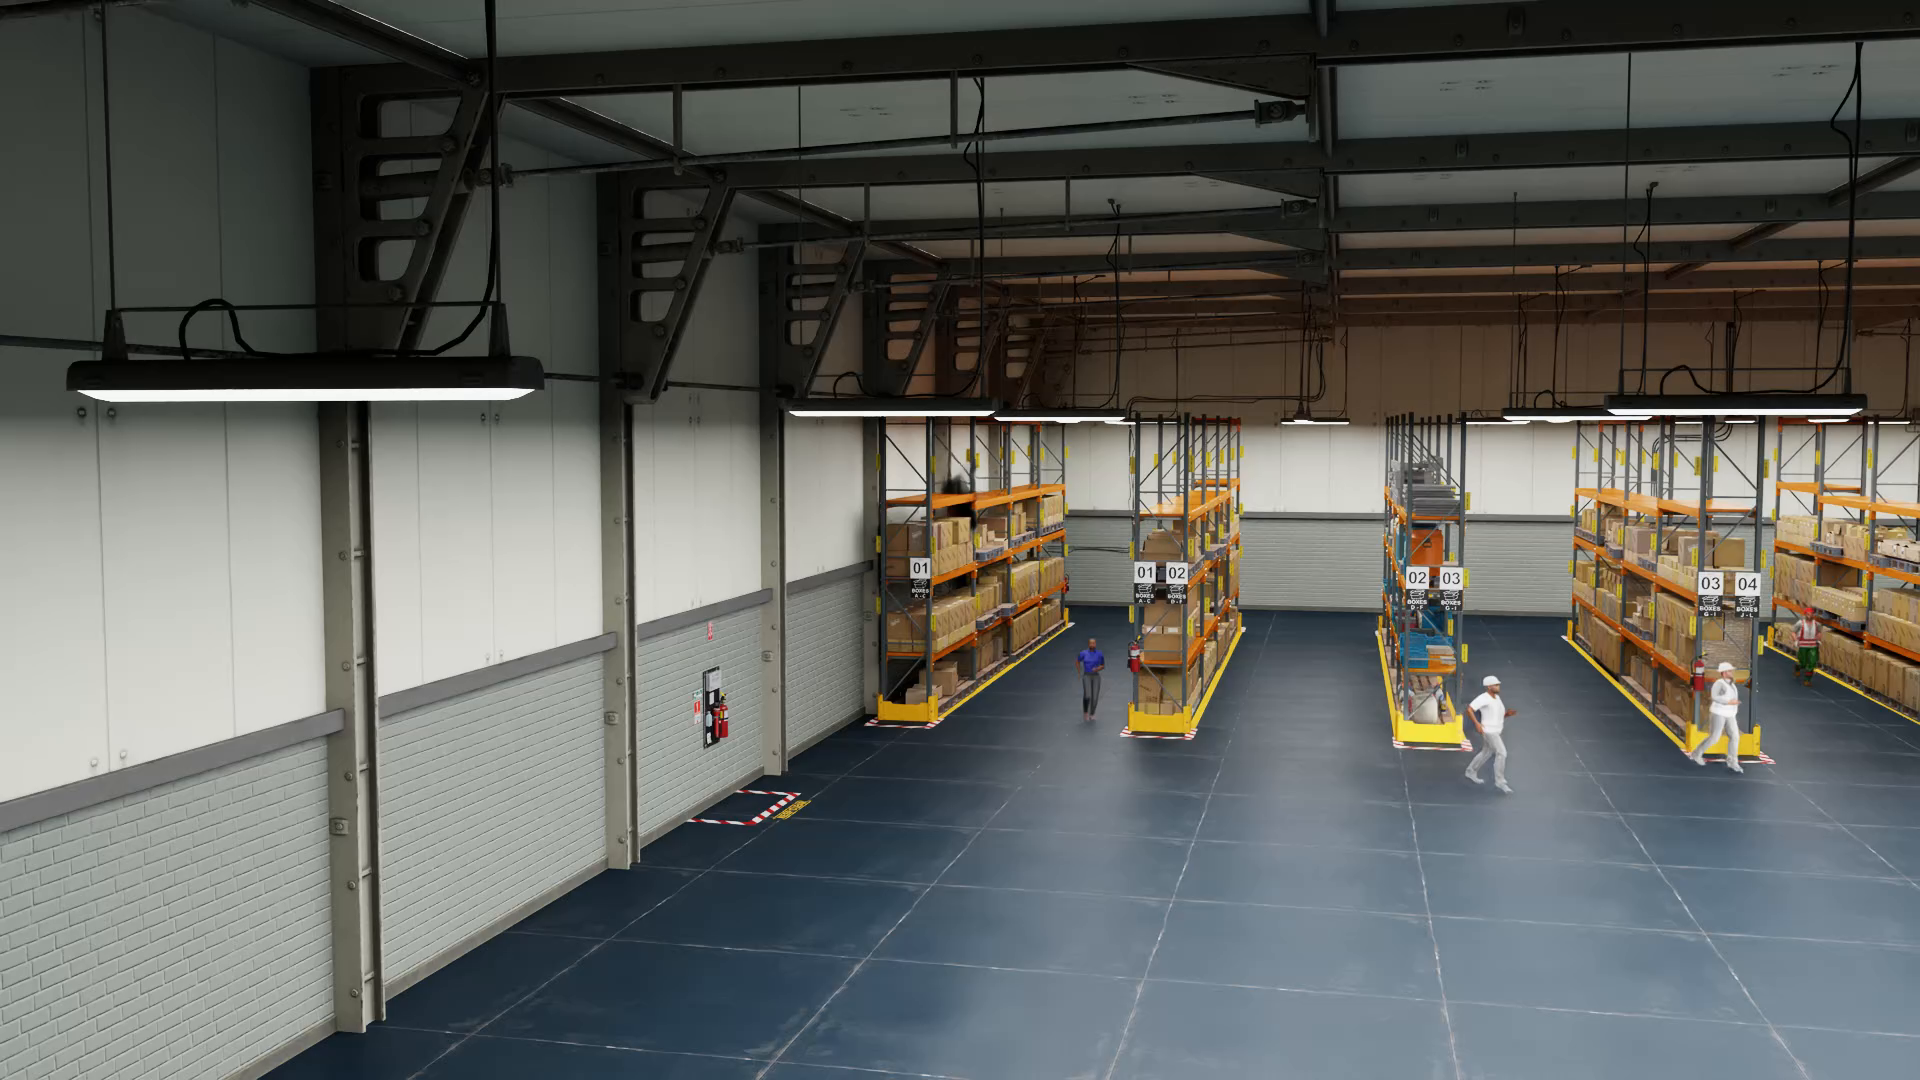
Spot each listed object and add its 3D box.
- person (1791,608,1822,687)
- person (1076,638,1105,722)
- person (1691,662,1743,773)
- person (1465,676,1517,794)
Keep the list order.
[{"bbox_3d":[18.826,2.360,36.989,0.646,1.741,0.702,1,4,10],"label":"person"},{"bbox_3d":[2.541,2.709,32.287,0.546,1.626,0.654,0,4,-2],"label":"person"},{"bbox_3d":[12.783,2.939,27.852,0.683,1.781,0.891,-3,5,-35],"label":"person"},{"bbox_3d":[8.375,3.053,26.266,0.820,1.821,0.677,3,5,34],"label":"person"}]
